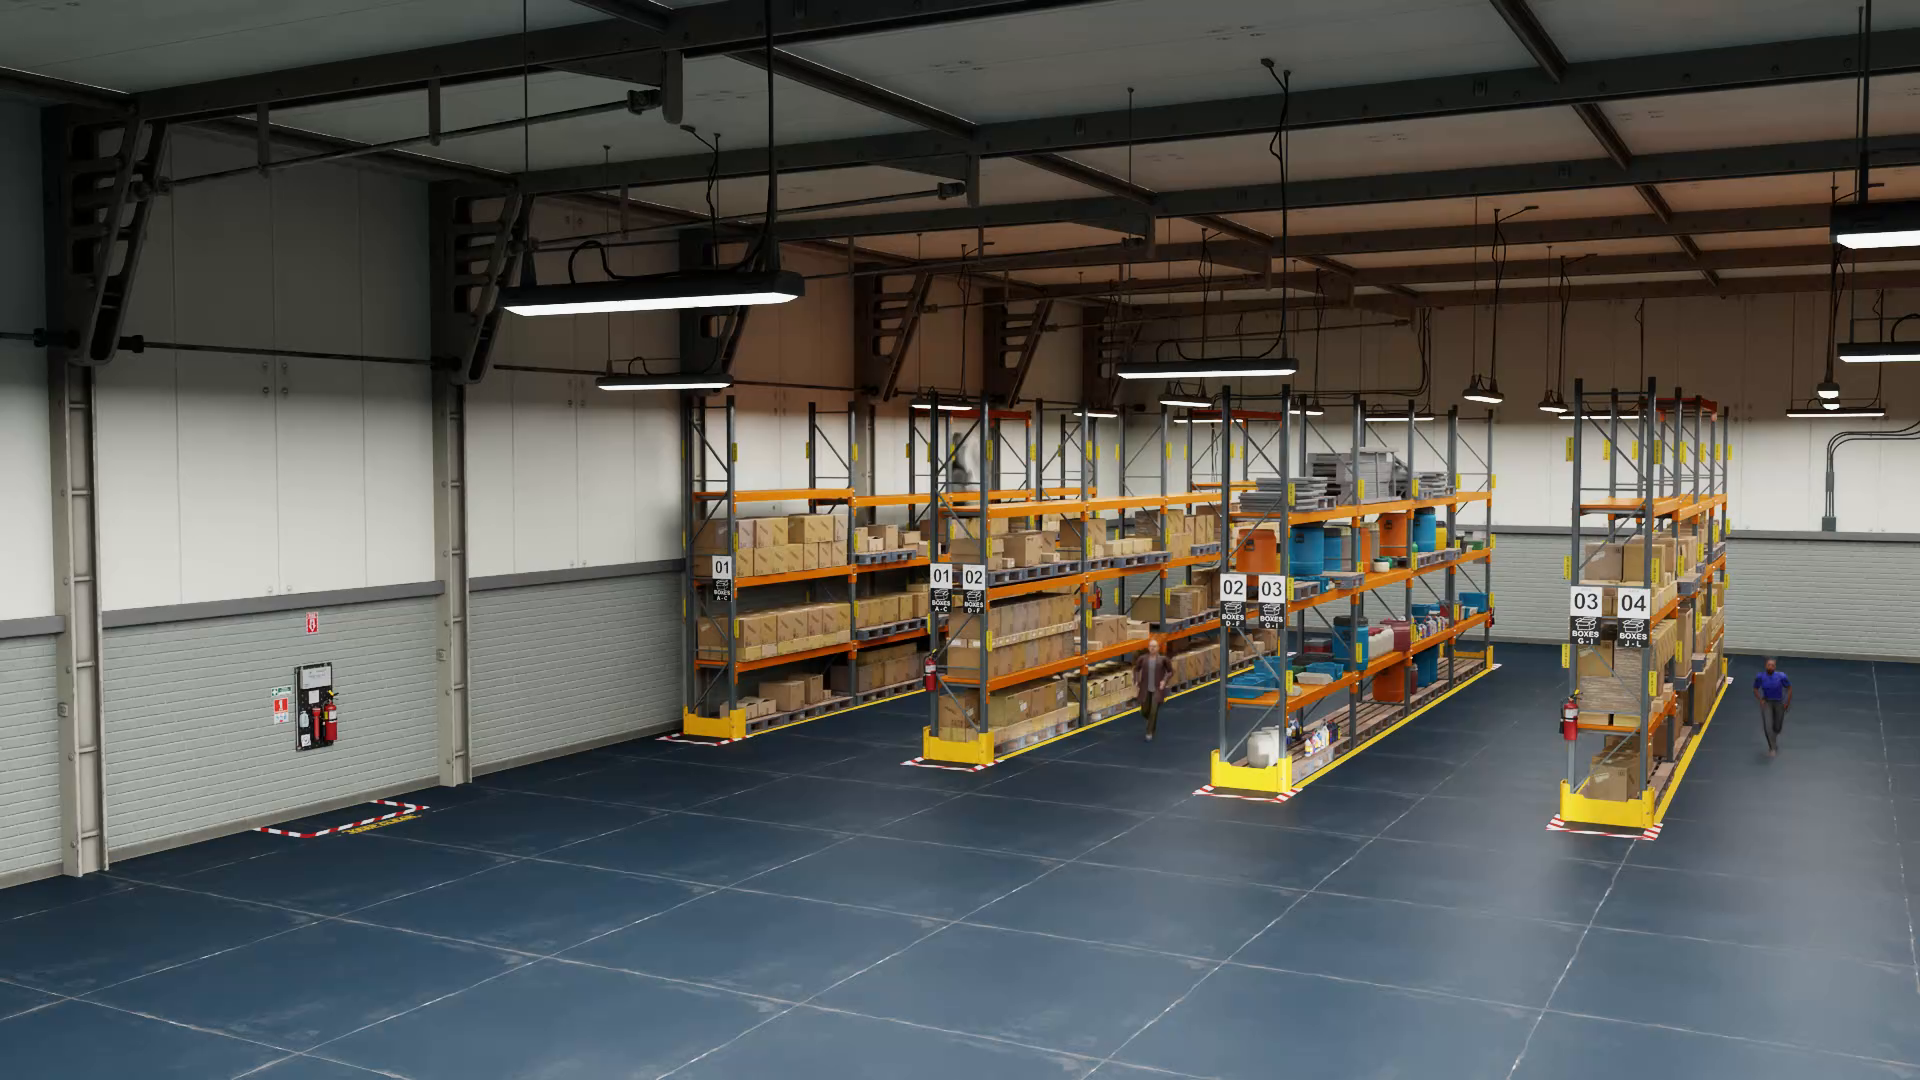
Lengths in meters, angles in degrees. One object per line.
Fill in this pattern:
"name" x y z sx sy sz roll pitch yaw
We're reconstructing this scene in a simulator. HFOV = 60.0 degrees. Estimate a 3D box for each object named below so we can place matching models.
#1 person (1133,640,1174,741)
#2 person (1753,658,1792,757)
"person" 3.377 2.641 29.091 0.723 1.684 0.689 1 3 15
"person" 13.503 2.766 27.656 0.589 1.629 0.740 1 3 26
